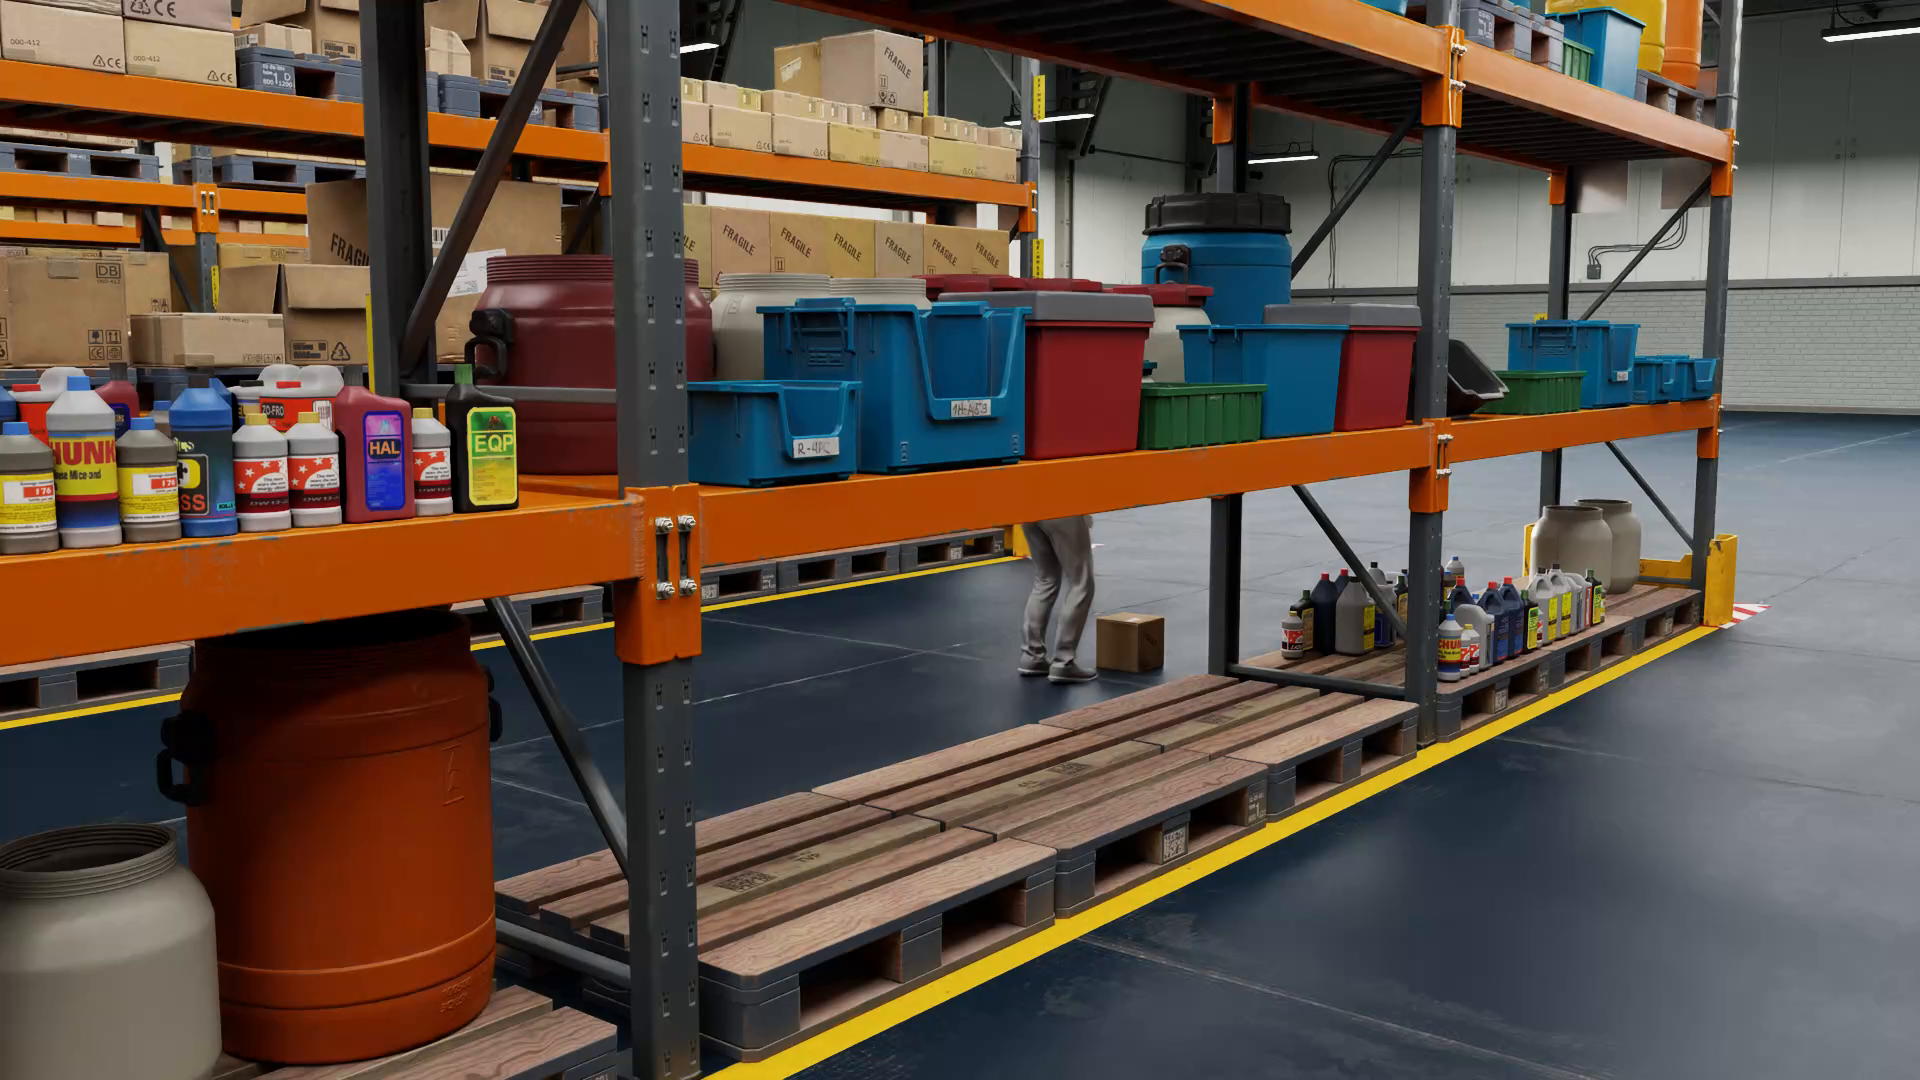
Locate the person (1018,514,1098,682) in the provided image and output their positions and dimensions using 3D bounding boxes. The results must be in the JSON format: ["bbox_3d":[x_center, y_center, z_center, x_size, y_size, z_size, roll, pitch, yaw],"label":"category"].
[{"bbox_3d":[0.463,-0.140,8.060,0.412,1.642,0.492,-5,8,-34],"label":"person"}]
